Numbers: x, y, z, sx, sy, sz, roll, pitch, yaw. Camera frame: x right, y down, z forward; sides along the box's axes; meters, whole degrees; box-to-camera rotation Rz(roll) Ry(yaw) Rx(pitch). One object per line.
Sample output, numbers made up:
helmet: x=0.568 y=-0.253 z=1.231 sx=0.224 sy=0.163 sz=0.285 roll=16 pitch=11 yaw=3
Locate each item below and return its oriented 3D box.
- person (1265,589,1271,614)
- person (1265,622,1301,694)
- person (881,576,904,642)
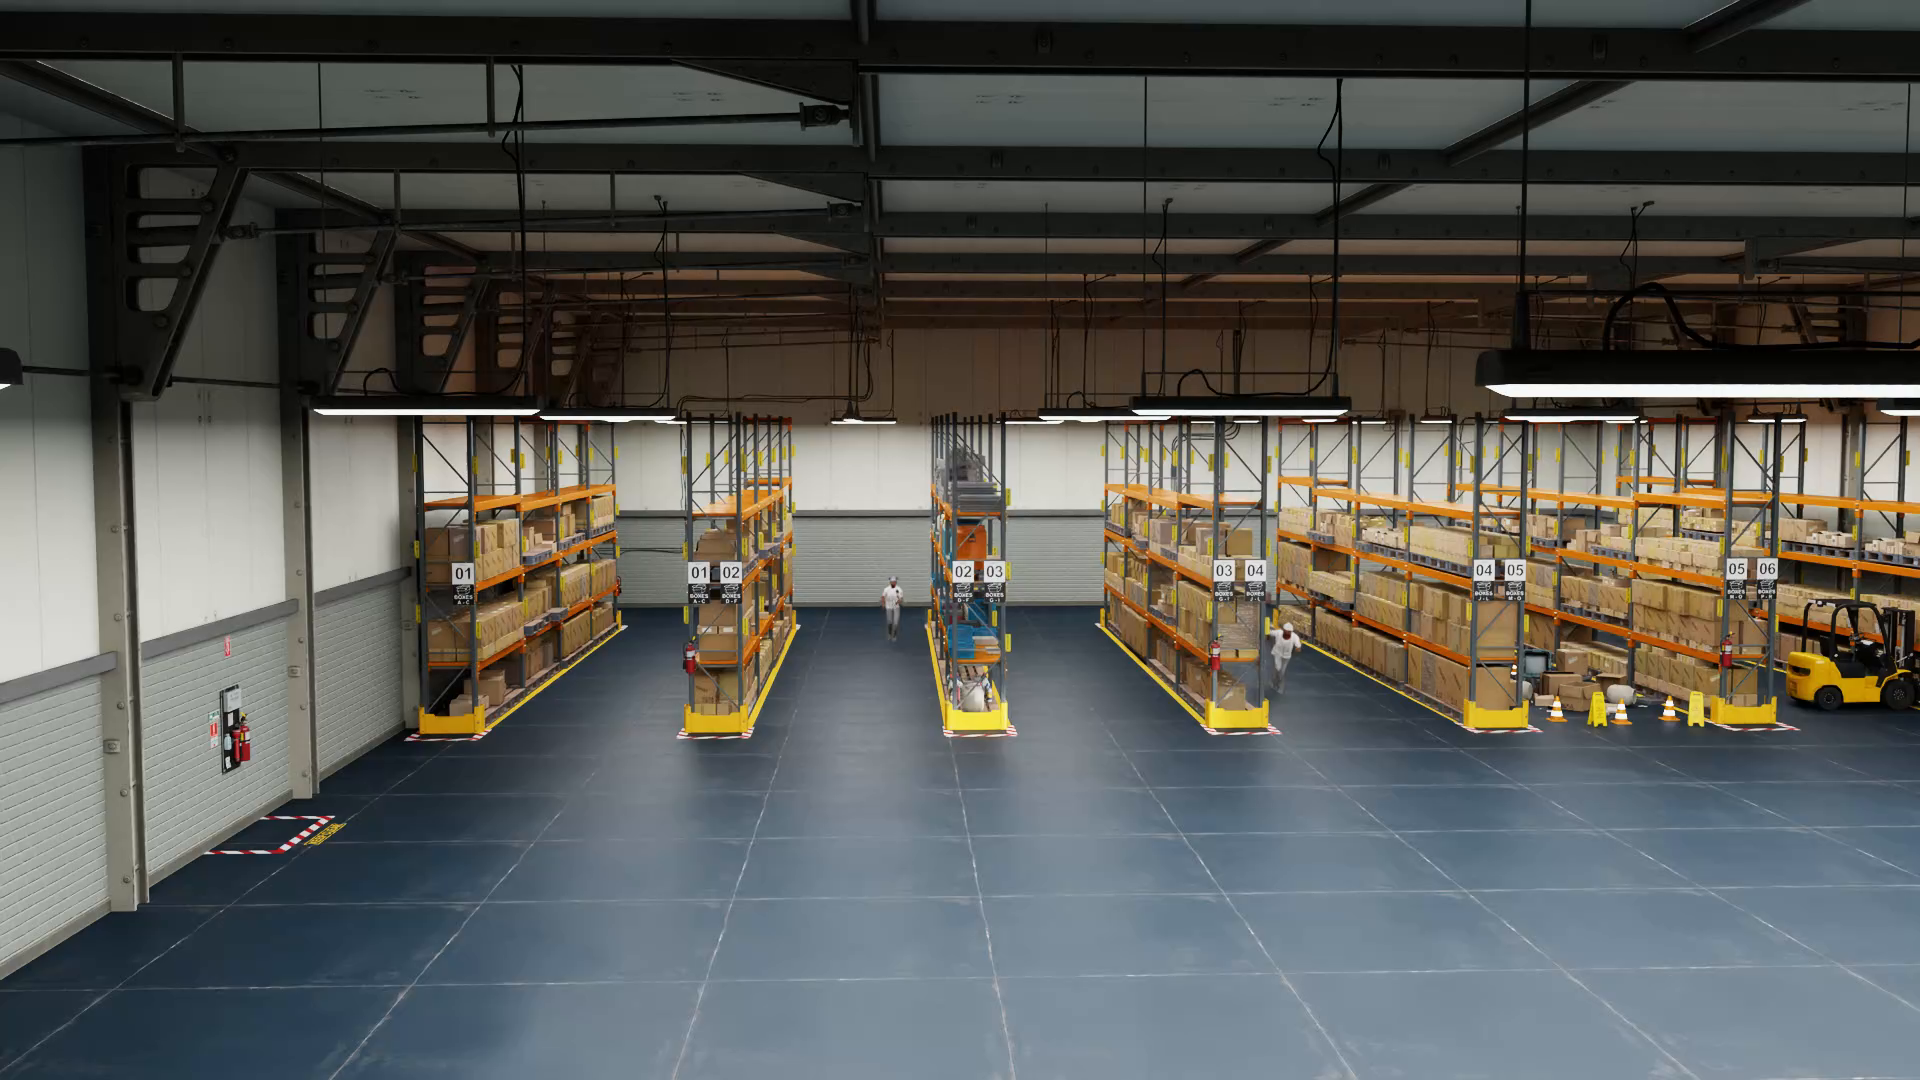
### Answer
person: x=7.891 y=1.858 z=44.157 sx=0.856 sy=1.681 sz=0.777 roll=2 pitch=4 yaw=28
person: x=6.914 y=2.493 z=35.610 sx=0.672 sy=1.539 sz=1.134 roll=0 pitch=4 yaw=-4
person: x=-1.713 y=1.759 z=42.149 sx=0.571 sy=1.674 sz=0.595 roll=0 pitch=4 yaw=-2
